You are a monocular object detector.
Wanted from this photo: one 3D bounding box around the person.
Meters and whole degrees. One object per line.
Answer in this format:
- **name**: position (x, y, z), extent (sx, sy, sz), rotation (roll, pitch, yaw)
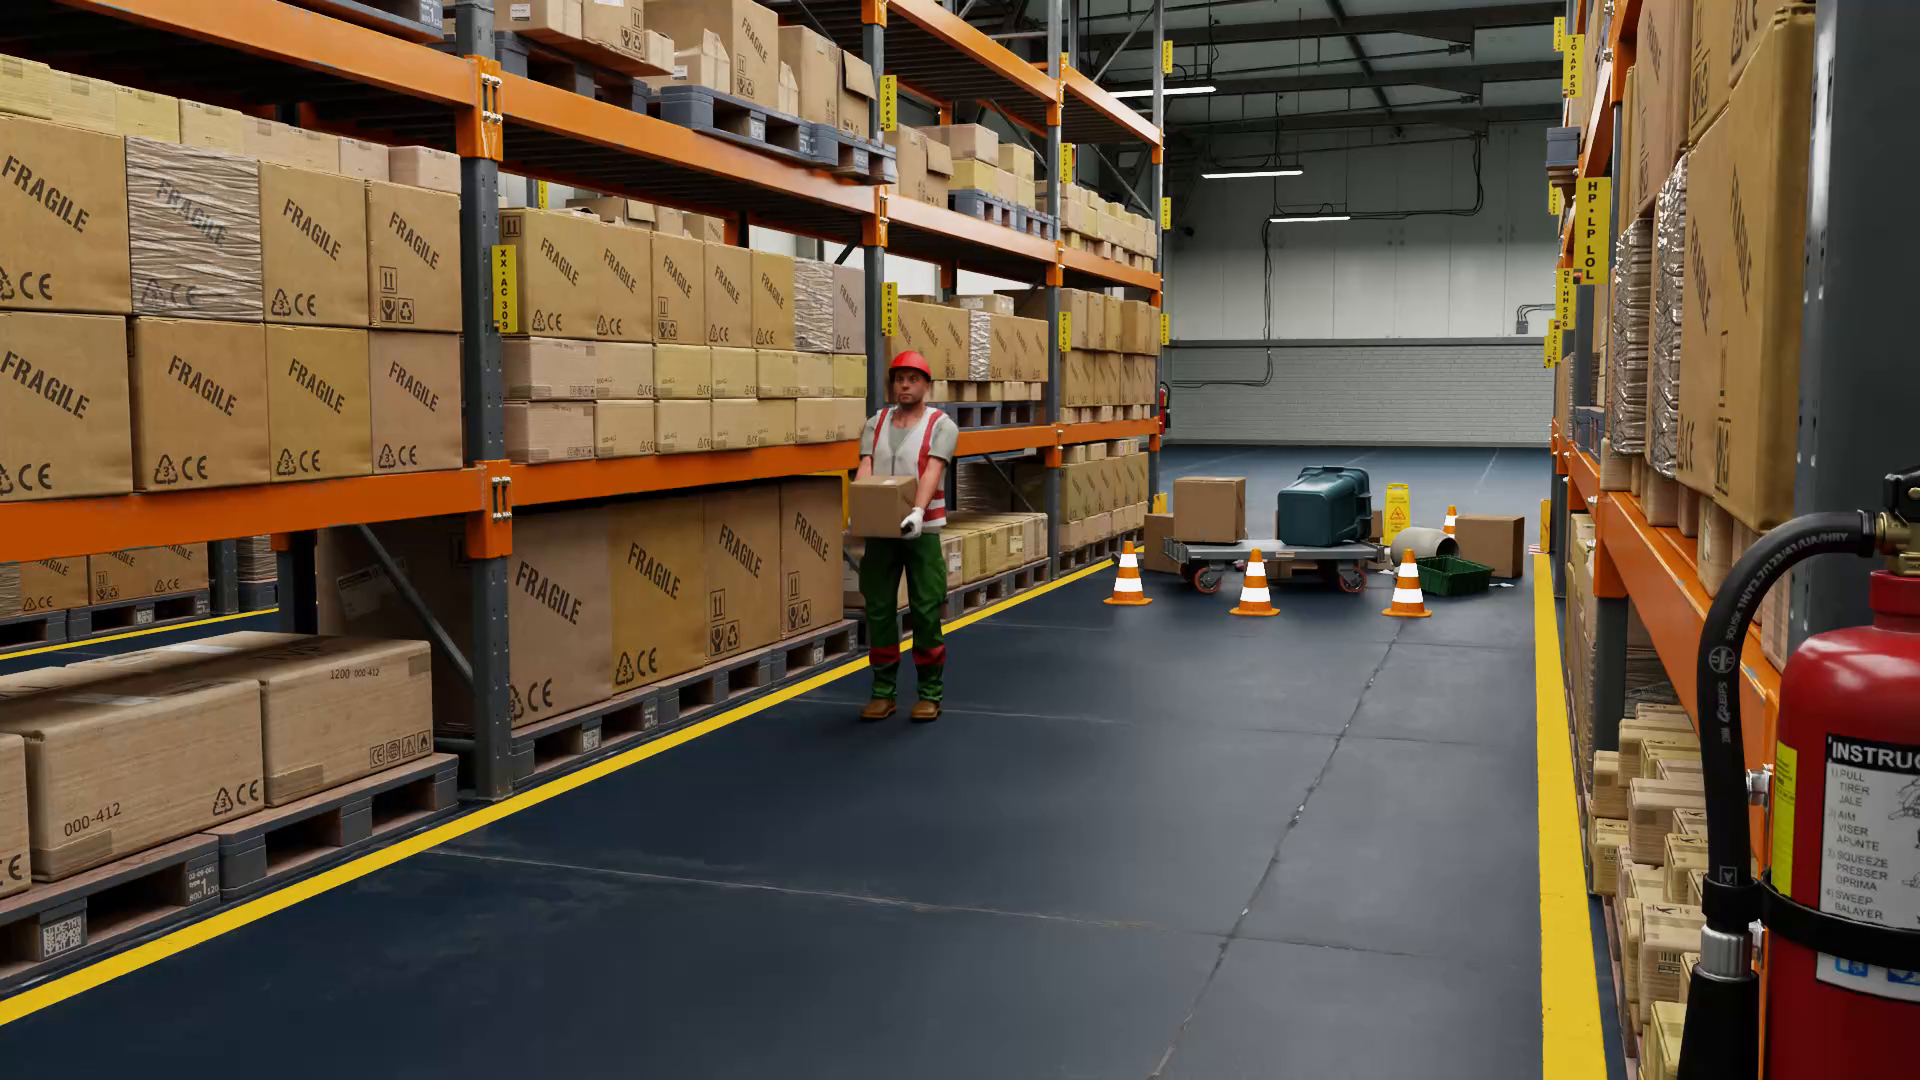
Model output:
- **person**: position (-0.291, -0.019, 8.017), extent (0.495, 1.786, 0.558), rotation (2, 5, 19)
